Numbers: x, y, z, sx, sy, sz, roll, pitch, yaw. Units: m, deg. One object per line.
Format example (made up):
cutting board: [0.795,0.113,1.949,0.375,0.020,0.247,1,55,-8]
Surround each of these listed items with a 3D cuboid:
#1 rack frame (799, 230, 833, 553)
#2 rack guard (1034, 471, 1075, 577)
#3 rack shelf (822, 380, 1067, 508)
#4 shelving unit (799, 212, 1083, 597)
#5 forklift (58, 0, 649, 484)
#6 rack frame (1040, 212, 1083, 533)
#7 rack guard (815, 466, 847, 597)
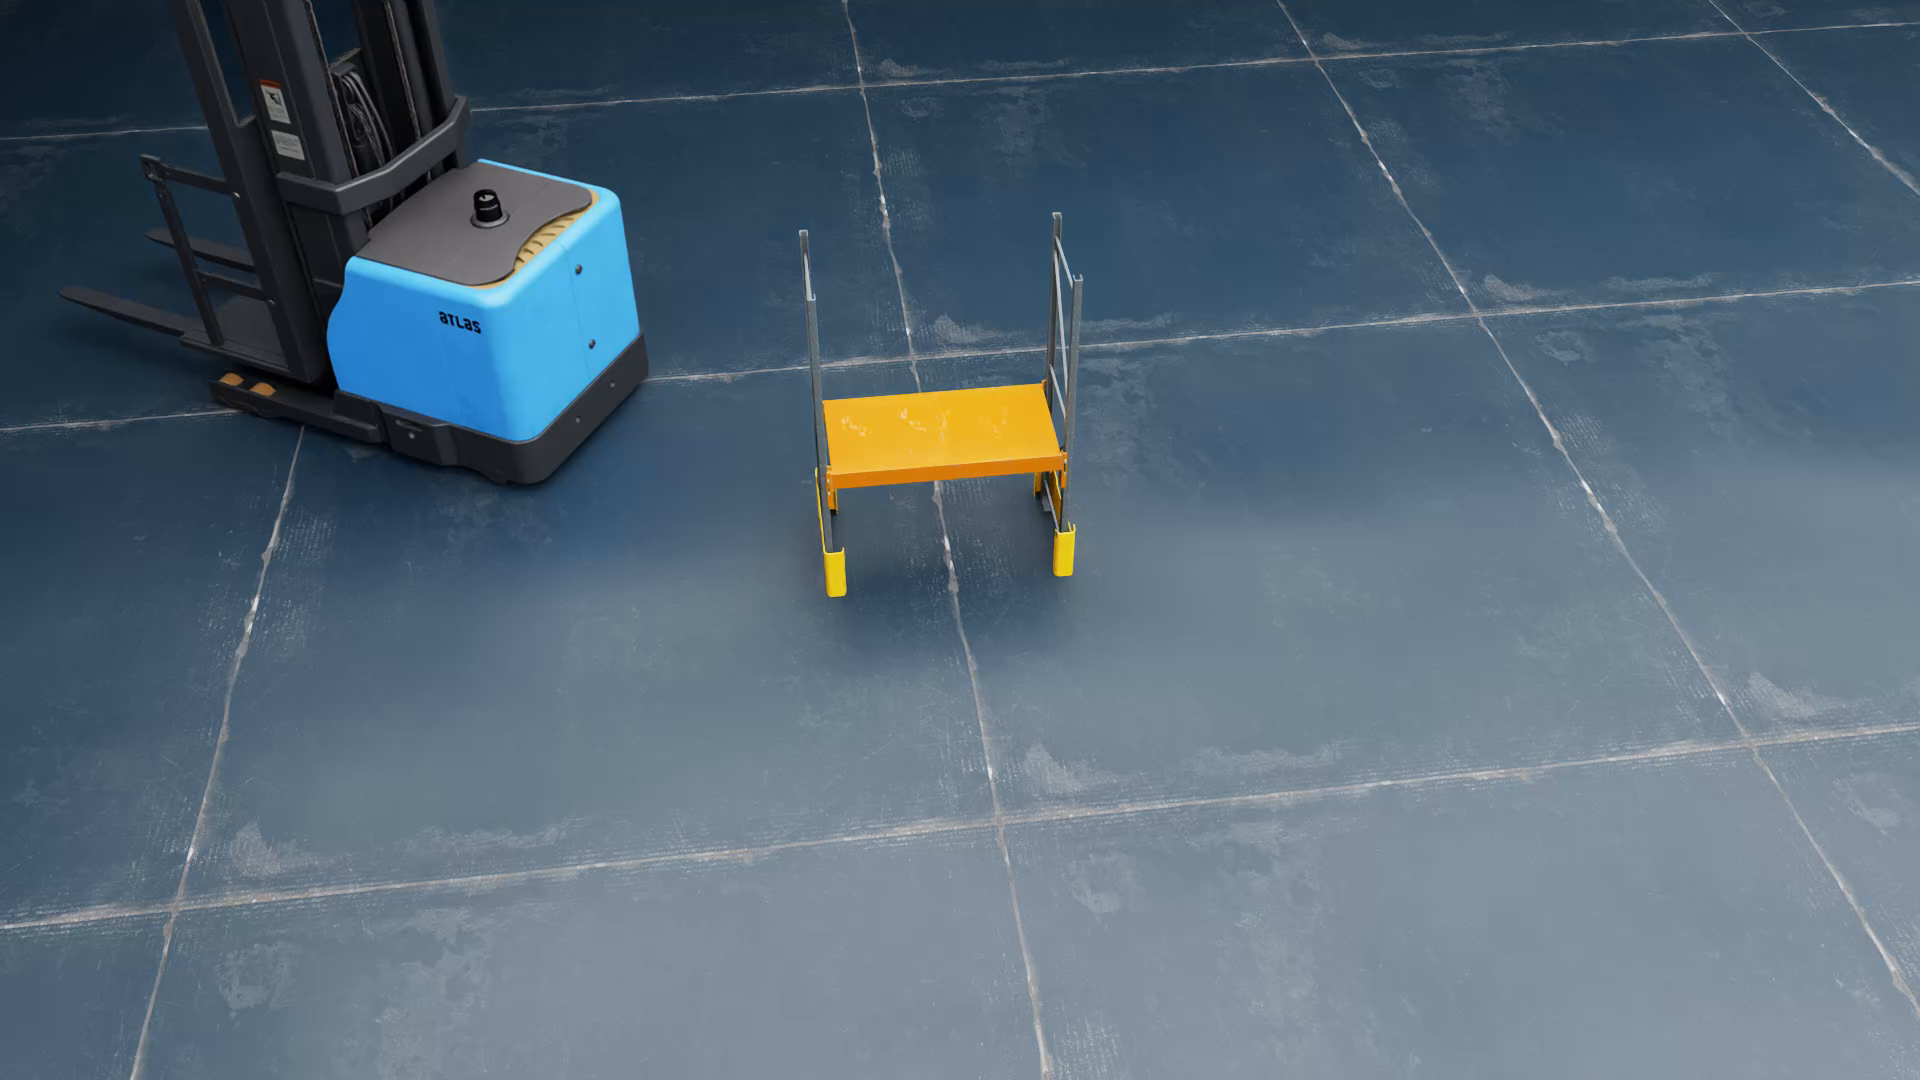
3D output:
rack frame: [-0.589,-0.505,6.906,0.032,1.500,0.500,-5,42,-6]
rack guard: [0.418,-0.129,7.422,0.087,0.250,0.587,-5,42,-6]
rack shelf: [-0.085,-0.416,7.075,1.000,0.185,0.538,-5,42,-6]
shelving unit: [-0.076,-0.550,6.955,1.083,1.500,0.587,-5,42,-6]
forklift: [-3.115,-1.996,7.489,3.031,2.935,1.130,16,45,17]
rack frame: [0.419,-0.594,7.004,0.032,1.500,0.500,-5,42,-6]
rack guard: [-0.569,-0.043,7.326,0.087,0.250,0.587,-5,42,-6]
